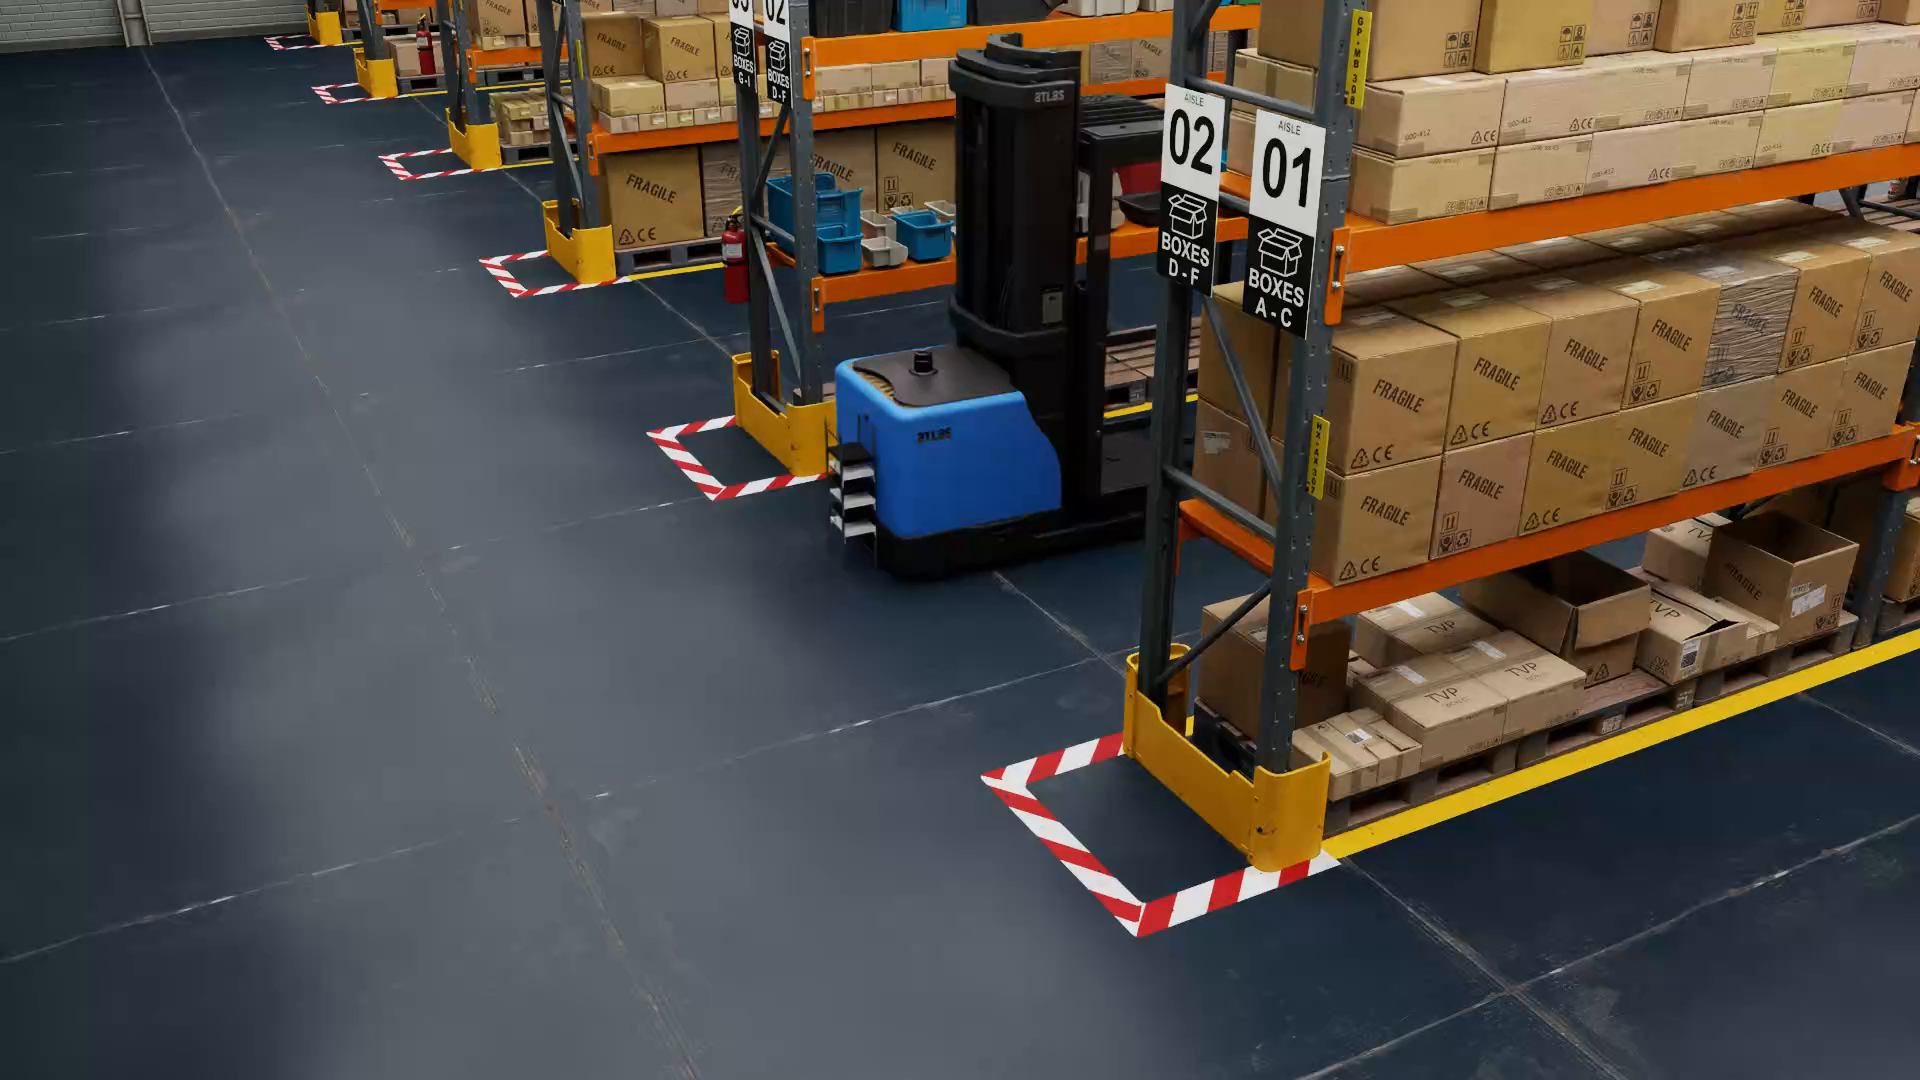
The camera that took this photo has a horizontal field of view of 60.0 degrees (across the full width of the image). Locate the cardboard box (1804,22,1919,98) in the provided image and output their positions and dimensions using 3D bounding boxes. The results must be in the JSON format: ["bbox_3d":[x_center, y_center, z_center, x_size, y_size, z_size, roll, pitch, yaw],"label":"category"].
[{"bbox_3d":[3.915,-2.159,7.411,0.500,0.250,0.500,-13,29,-25],"label":"cardboard box"}]

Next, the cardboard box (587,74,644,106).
[{"bbox_3d":[-3.226,-4.188,15.337,0.500,0.250,0.500,-13,29,-26],"label":"cardboard box"}]

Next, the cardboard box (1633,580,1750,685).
[{"bbox_3d":[3.628,0.439,8.469,0.500,0.311,0.500,-13,29,-25],"label":"cardboard box"}]

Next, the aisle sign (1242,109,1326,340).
[{"bbox_3d":[1.208,-1.183,6.246,0.004,0.787,0.394,-13,29,-25],"label":"aisle sign"}]

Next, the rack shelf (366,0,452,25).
[{"bbox_3d":[-6.427,-7.789,23.839,4.000,0.370,1.077,-13,29,-25],"label":"rack shelf"}]

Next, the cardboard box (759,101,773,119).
[{"bbox_3d":[-1.926,-4.017,15.442,0.250,0.149,0.380,-13,29,-26],"label":"cardboard box"}]

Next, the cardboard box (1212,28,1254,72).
[{"bbox_3d":[2.769,-5.302,17.711,0.500,0.500,0.500,-13,29,-26],"label":"cardboard box"}]

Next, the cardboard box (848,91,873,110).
[{"bbox_3d":[-1.022,-4.226,15.877,0.250,0.149,0.380,-12,28,-24],"label":"cardboard box"}]

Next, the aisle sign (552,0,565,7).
[{"bbox_3d":[-3.451,-4.964,14.121,0.004,0.787,0.394,-13,29,-25],"label":"aisle sign"}]

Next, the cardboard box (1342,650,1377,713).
[{"bbox_3d":[1.893,0.688,8.116,0.250,0.166,0.380,-13,29,-25],"label":"cardboard box"}]

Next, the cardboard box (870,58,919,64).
[{"bbox_3d":[-0.723,-4.845,15.838,0.500,0.500,0.500,-13,28,-25],"label":"cardboard box"}]

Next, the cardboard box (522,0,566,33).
[{"bbox_3d":[-4.787,-6.120,19.073,0.500,0.500,0.500,-13,29,-25],"label":"cardboard box"}]

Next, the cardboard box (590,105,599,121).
[{"bbox_3d":[-3.369,-4.007,15.420,0.250,0.149,0.380,-12,28,-24],"label":"cardboard box"}]

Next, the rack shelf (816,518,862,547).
[{"bbox_3d":[-0.721,-0.062,9.831,0.200,0.077,0.258,-12,28,-23],"label":"rack shelf"}]

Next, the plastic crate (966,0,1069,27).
[{"bbox_3d":[0.280,-3.561,10.806,0.767,0.338,0.504,-13,29,-25],"label":"plastic crate"}]

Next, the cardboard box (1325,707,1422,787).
[{"bbox_3d":[1.882,0.936,7.599,0.250,0.166,0.380,-13,29,-25],"label":"cardboard box"}]

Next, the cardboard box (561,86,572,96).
[{"bbox_3d":[-4.750,-5.372,20.095,0.250,0.149,0.380,-14,29,-27],"label":"cardboard box"}]

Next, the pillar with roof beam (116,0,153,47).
[{"bbox_3d":[-11.308,-10.457,21.632,0.400,9.000,9.100,-13,29,-25],"label":"pillar with roof beam"}]

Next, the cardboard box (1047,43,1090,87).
[{"bbox_3d":[0.968,-4.882,16.838,0.500,0.500,0.500,-13,29,-25],"label":"cardboard box"}]

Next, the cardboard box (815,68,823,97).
[{"bbox_3d":[-1.619,-4.300,15.571,0.500,0.250,0.500,-14,29,-26],"label":"cardboard box"}]

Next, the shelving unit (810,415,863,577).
[{"bbox_3d":[-0.721,-0.254,9.739,0.210,0.900,0.258,-12,28,-23],"label":"shelving unit"}]

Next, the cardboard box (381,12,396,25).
[{"bbox_3d":[-9.553,-8.665,27.641,0.250,0.149,0.380,-14,29,-27],"label":"cardboard box"}]

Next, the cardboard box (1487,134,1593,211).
[{"bbox_3d":[2.150,-1.527,6.672,0.500,0.250,0.500,-13,29,-25],"label":"cardboard box"}]

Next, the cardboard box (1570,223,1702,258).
[{"bbox_3d":[3.202,-1.250,8.117,0.500,0.500,0.500,-14,29,-27],"label":"cardboard box"}]

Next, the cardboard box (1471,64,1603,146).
[{"bbox_3d":[2.150,-1.752,6.563,0.500,0.250,0.500,-13,29,-25],"label":"cardboard box"}]

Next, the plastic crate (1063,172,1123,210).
[{"bbox_3d":[0.898,-2.578,12.221,0.530,0.282,0.437,-13,29,-25],"label":"plastic crate"}]

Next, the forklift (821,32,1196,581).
[{"bbox_3d":[0.706,-1.505,9.999,3.031,2.935,1.130,-12,28,-23],"label":"forklift"}]

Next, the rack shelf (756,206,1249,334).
[{"bbox_3d":[0.567,-2.113,12.017,4.000,0.370,1.077,-13,29,-25],"label":"rack shelf"}]

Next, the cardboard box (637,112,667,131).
[{"bbox_3d":[-2.834,-3.807,15.005,0.250,0.149,0.380,-13,29,-26],"label":"cardboard box"}]

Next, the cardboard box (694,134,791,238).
[{"bbox_3d":[-2.198,-3.499,16.043,0.875,0.875,0.875,-13,29,-25],"label":"cardboard box"}]

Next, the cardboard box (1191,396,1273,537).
[{"bbox_3d":[1.397,-0.378,7.456,0.500,0.500,0.500,-12,28,-24],"label":"cardboard box"}]

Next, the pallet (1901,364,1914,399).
[{"bbox_3d":[5.416,-0.987,9.061,1.213,0.211,1.003,-13,29,-25],"label":"pallet"}]

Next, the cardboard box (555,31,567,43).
[{"bbox_3d":[-4.701,-5.871,19.303,0.250,0.149,0.380,-12,28,-23],"label":"cardboard box"}]

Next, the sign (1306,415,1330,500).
[{"bbox_3d":[1.385,-0.321,6.452,0.005,0.325,0.100,-13,29,-25],"label":"sign"}]

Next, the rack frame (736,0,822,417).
[{"bbox_3d":[-1.198,-2.030,11.013,0.127,3.000,1.000,-13,29,-25],"label":"rack frame"}]

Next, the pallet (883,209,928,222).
[{"bbox_3d":[-0.707,-3.354,16.992,1.213,0.211,1.003,-13,29,-25],"label":"pallet"}]

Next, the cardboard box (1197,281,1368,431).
[{"bbox_3d":[1.393,-0.829,7.240,0.500,0.500,0.500,-13,29,-26],"label":"cardboard box"}]

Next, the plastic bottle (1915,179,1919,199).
[{"bbox_3d":[9.891,-3.664,16.969,0.185,0.351,0.144,-13,29,-25],"label":"plastic bottle"}]

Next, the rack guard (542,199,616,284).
[{"bbox_3d":[-3.550,-2.790,15.483,0.348,0.500,1.175,-13,29,-25],"label":"rack guard"}]

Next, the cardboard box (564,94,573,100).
[{"bbox_3d":[-4.502,-5.172,19.679,0.250,0.149,0.380,-15,29,-28],"label":"cardboard box"}]

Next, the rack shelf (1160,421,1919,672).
[{"bbox_3d":[2.895,-0.221,8.075,4.000,0.370,1.077,-13,29,-25],"label":"rack shelf"}]

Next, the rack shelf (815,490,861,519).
[{"bbox_3d":[-0.721,-0.224,9.754,0.200,0.077,0.258,-12,28,-23],"label":"rack shelf"}]

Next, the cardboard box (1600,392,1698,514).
[{"bbox_3d":[2.984,-0.482,7.672,0.500,0.500,0.500,-13,28,-24],"label":"cardboard box"}]

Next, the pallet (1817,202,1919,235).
[{"bbox_3d":[8.716,-3.042,16.343,1.213,0.211,1.003,-13,29,-25],"label":"pallet"}]

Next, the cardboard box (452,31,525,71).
[{"bbox_3d":[-6.853,-7.103,24.053,0.875,0.438,0.875,-12,28,-24],"label":"cardboard box"}]

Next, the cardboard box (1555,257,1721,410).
[{"bbox_3d":[2.995,-0.936,7.464,0.500,0.500,0.500,-13,29,-26],"label":"cardboard box"}]

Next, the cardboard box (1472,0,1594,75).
[{"bbox_3d":[2.056,-2.166,6.559,0.500,0.500,0.700,-13,29,-25],"label":"cardboard box"}]

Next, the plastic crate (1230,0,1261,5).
[{"bbox_3d":[2.100,-3.900,11.686,0.662,0.188,0.450,-13,29,-25],"label":"plastic crate"}]

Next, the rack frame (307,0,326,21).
[{"bbox_3d":[-10.531,-9.601,26.782,0.127,3.000,1.000,-13,29,-25],"label":"rack frame"}]

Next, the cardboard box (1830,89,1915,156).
[{"bbox_3d":[3.909,-1.938,7.529,0.500,0.250,0.500,-13,29,-25],"label":"cardboard box"}]

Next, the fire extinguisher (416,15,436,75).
[{"bbox_3d":[-6.213,-5.758,19.298,0.183,0.674,0.296,-13,29,-25],"label":"fire extinguisher"}]

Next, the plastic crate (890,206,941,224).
[{"bbox_3d":[-0.301,-2.227,11.658,0.243,0.136,0.396,-13,29,-25],"label":"plastic crate"}]

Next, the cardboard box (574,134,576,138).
[{"bbox_3d":[-4.475,-4.873,19.743,0.250,0.149,0.380,-13,28,-24],"label":"cardboard box"}]

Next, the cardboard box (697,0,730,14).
[{"bbox_3d":[-2.996,-6.519,19.902,0.500,0.500,0.500,-14,29,-26],"label":"cardboard box"}]

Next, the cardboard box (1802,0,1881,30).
[{"bbox_3d":[3.740,-2.639,7.545,0.500,0.500,0.700,-13,29,-25],"label":"cardboard box"}]

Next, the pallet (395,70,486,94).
[{"bbox_3d":[-7.523,-6.642,23.840,1.213,0.211,1.003,-13,29,-25],"label":"pallet"}]

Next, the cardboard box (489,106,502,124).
[{"bbox_3d":[-5.442,-5.091,19.853,0.250,0.149,0.380,-14,29,-26],"label":"cardboard box"}]

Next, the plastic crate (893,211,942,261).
[{"bbox_3d":[-0.244,-2.040,11.158,0.300,0.233,0.416,-13,29,-25],"label":"plastic crate"}]
